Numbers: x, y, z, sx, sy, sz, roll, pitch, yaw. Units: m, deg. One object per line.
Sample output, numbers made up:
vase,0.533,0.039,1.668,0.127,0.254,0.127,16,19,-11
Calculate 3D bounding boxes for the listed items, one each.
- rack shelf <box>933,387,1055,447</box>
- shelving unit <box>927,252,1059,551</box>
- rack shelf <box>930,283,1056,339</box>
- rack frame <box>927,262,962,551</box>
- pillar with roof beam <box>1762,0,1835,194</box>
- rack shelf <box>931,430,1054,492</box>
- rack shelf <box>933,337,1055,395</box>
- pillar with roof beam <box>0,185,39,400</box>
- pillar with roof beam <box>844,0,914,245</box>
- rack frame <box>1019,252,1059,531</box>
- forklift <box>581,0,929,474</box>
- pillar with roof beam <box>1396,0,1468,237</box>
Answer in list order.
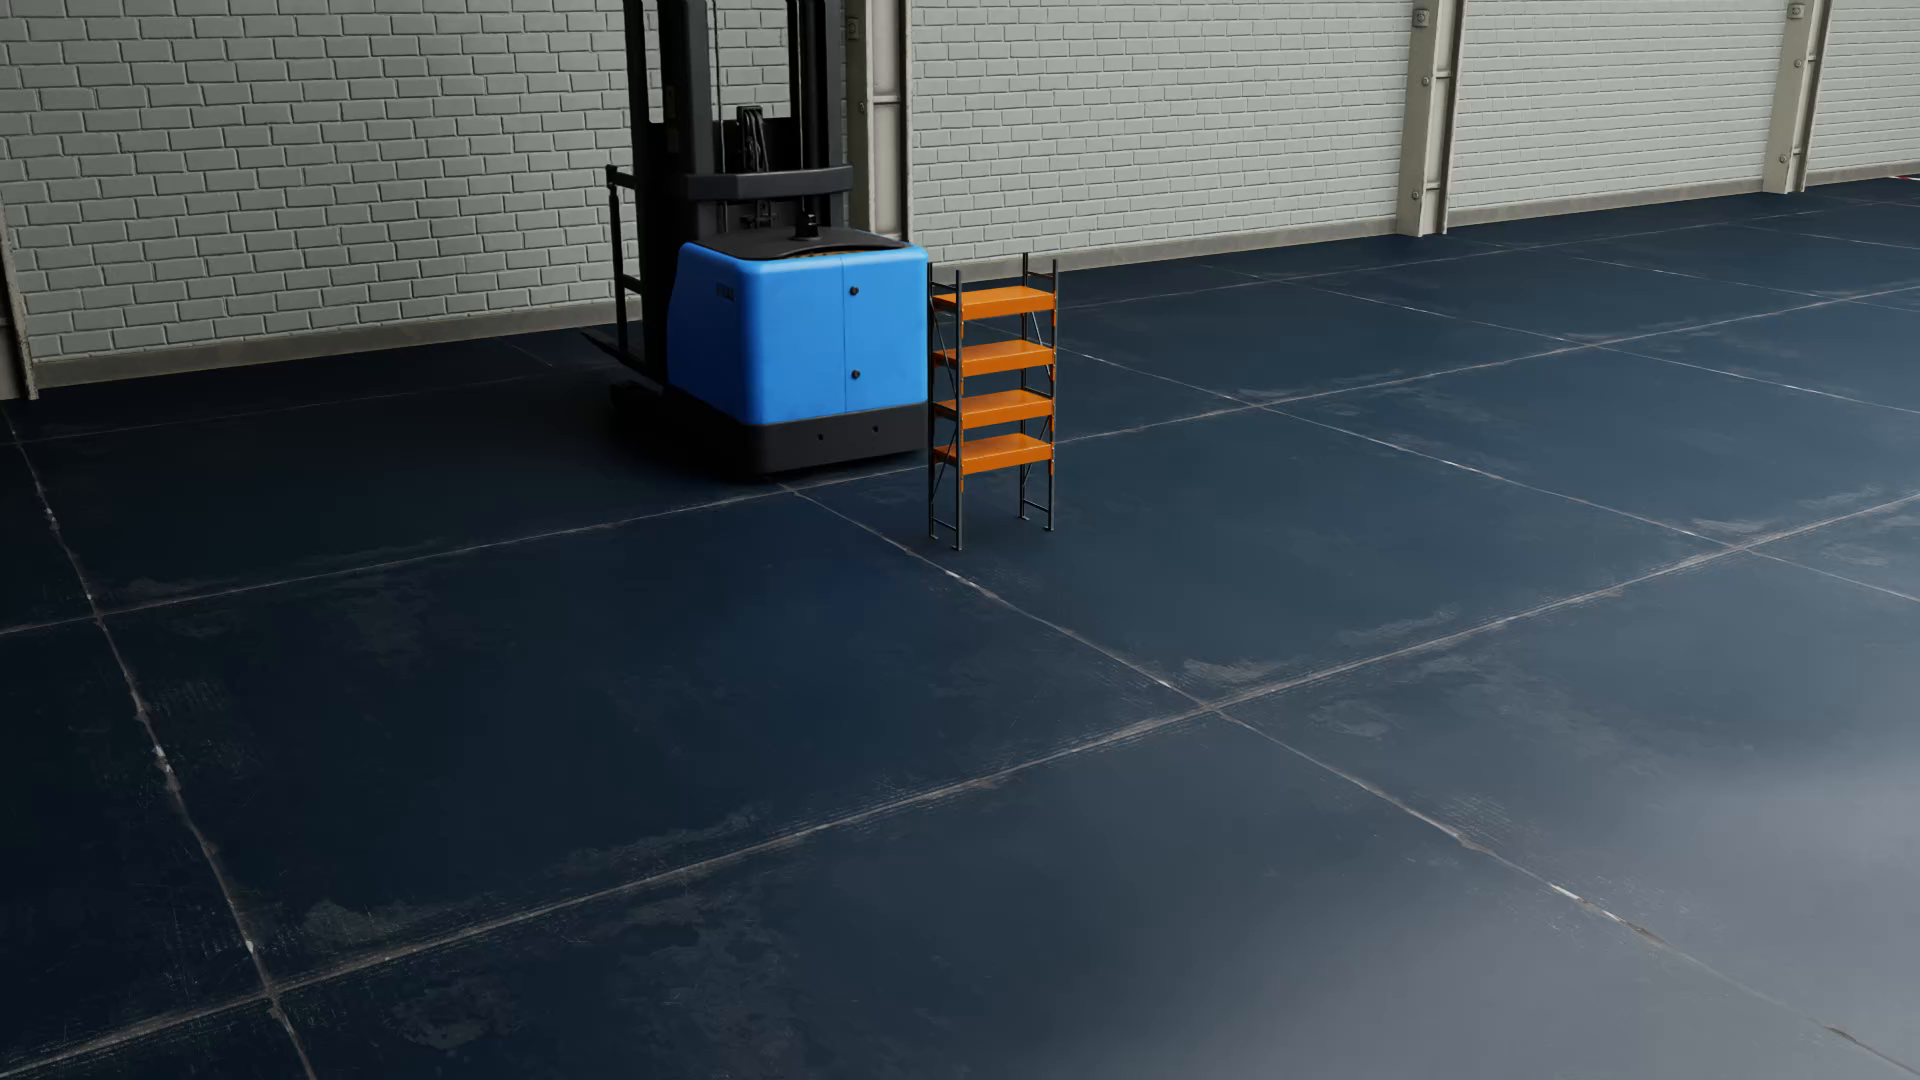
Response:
rack shelf,0.138,-0.534,7.160,0.480,0.148,0.258,-12,22,-31
shelving unit,0.138,-0.598,7.139,0.503,1.200,0.258,-12,22,-31
rack shelf,0.138,-0.970,7.013,0.480,0.148,0.258,-12,22,-31
rack frame,-0.066,-0.555,7.012,0.015,1.200,0.240,-12,22,-31
pillar with roof beam,11.792,-7.110,14.225,0.400,9.000,9.100,-12,22,-31
rack shelf,0.138,-0.346,7.224,0.480,0.148,0.258,-12,22,-31
rack shelf,0.138,-0.746,7.089,0.480,0.148,0.258,-12,22,-31
pillar with roof beam,-3.241,-3.939,4.847,0.400,9.000,9.100,-12,22,-31
pillar with roof beam,1.770,-4.996,7.973,0.400,9.000,9.100,-12,22,-31
rack frame,0.342,-0.641,7.266,0.015,1.200,0.240,-12,22,-31
forklift,-1.319,-2.127,8.959,1.130,2.935,3.031,-11,21,-29
pillar with roof beam,6.781,-6.053,11.099,0.400,9.000,9.100,-12,22,-31
